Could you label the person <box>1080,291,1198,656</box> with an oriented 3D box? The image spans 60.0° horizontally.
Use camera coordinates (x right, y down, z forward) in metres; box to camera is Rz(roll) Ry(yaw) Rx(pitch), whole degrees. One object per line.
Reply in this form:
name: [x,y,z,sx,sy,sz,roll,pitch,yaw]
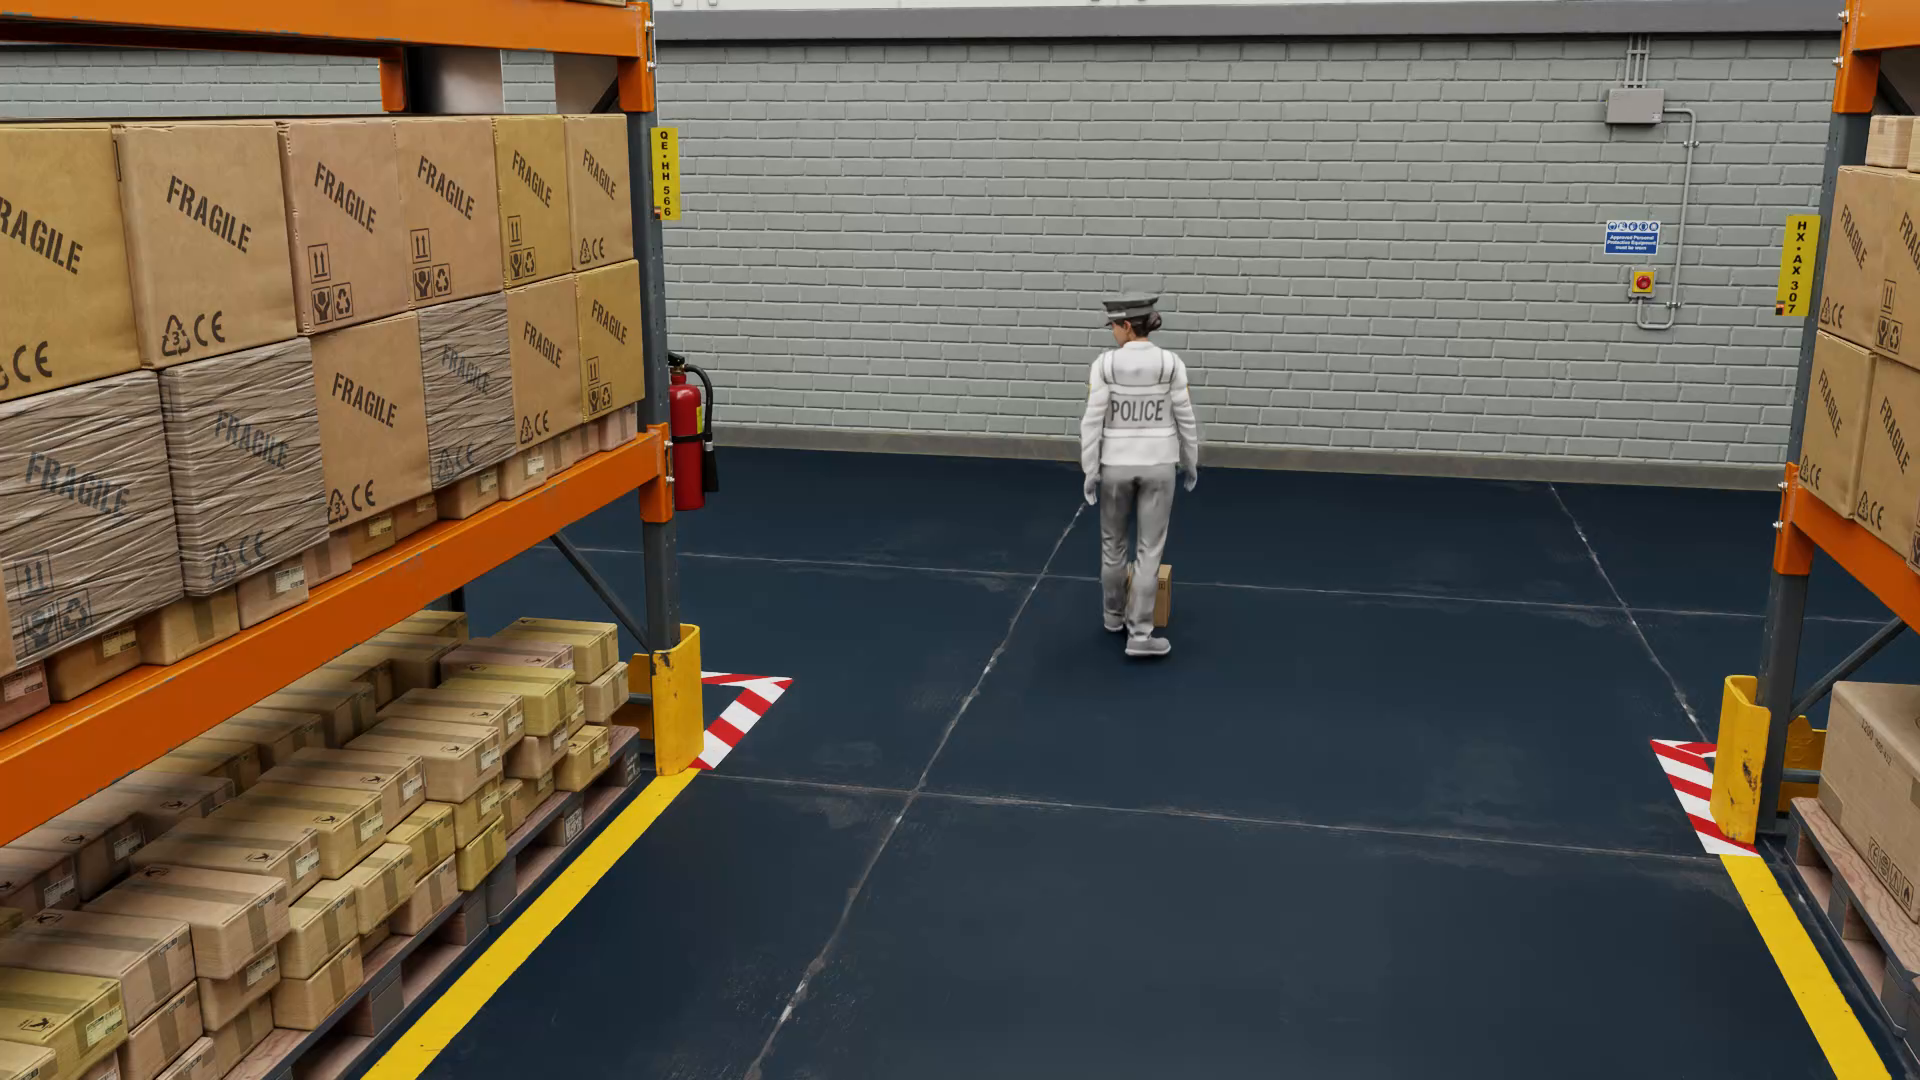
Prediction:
person: [0.829,-0.325,7.676,0.521,1.646,0.725,3,15,12]
